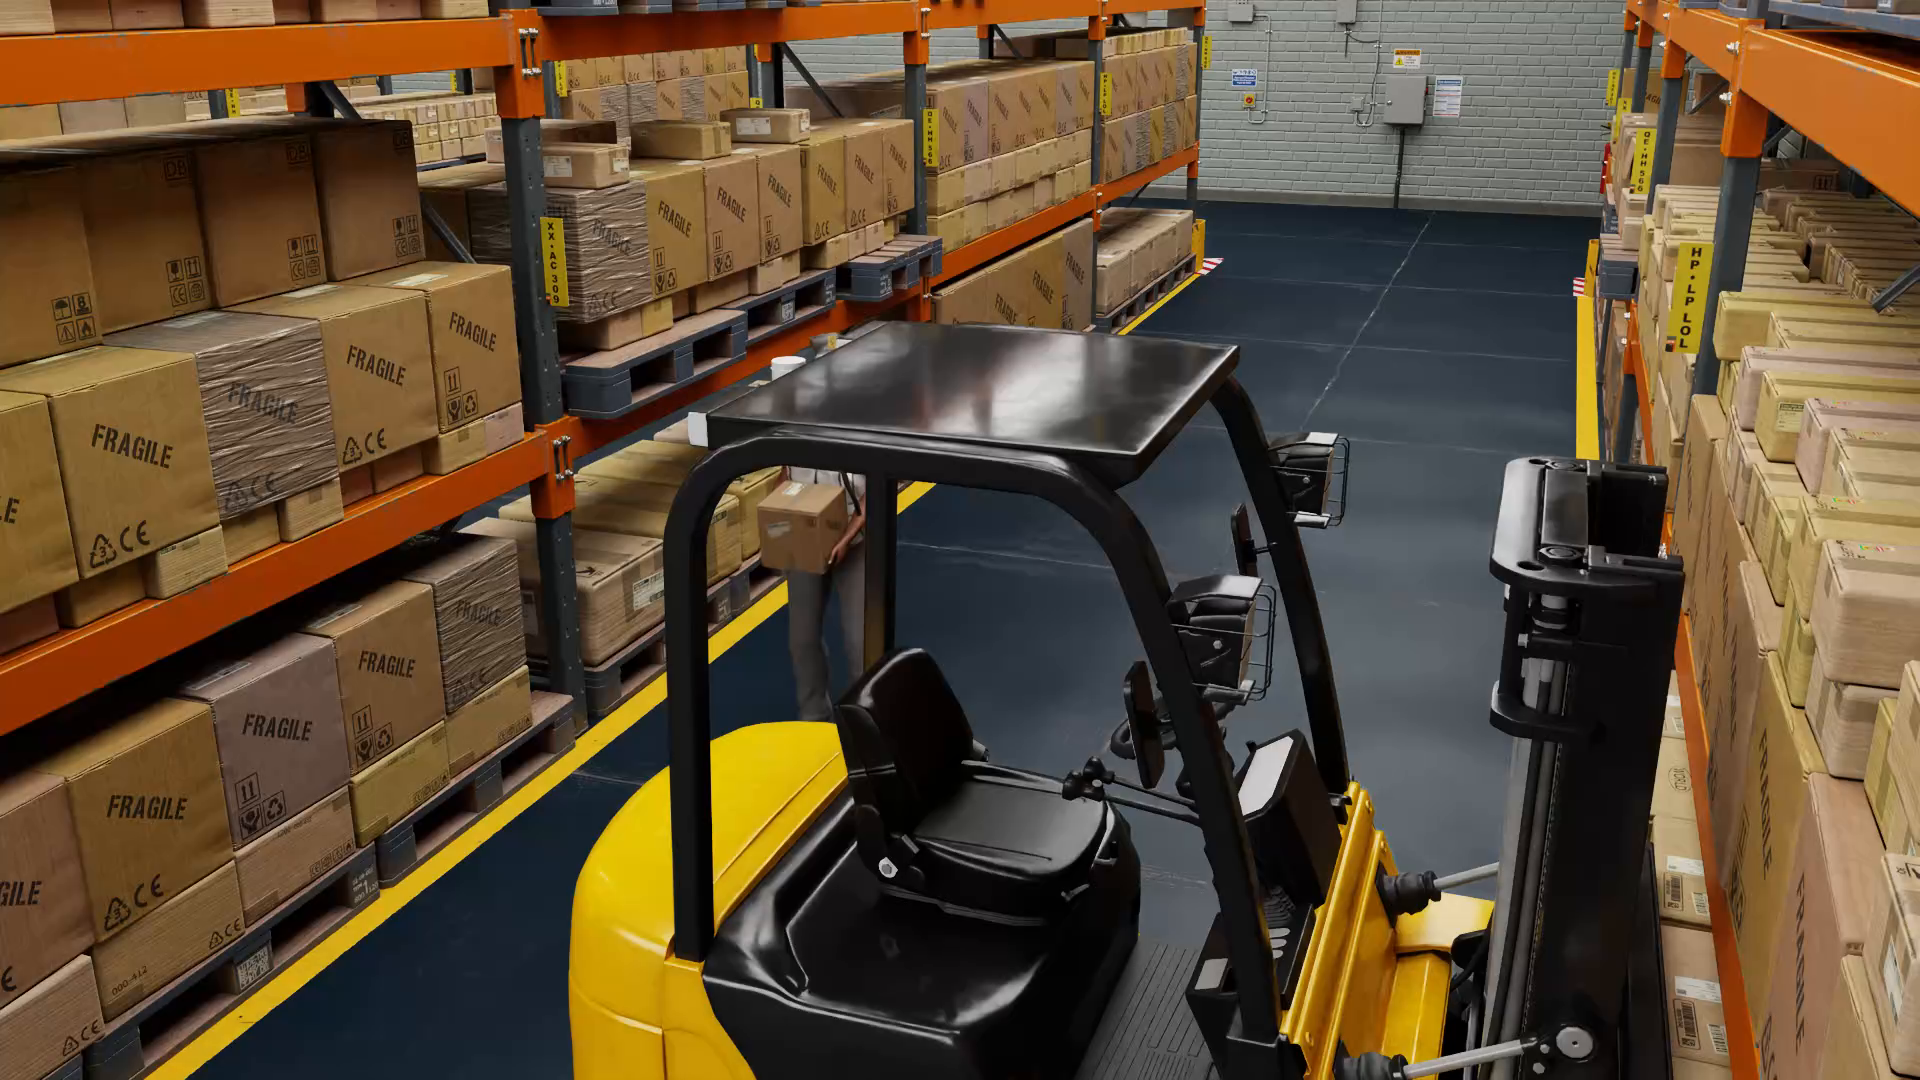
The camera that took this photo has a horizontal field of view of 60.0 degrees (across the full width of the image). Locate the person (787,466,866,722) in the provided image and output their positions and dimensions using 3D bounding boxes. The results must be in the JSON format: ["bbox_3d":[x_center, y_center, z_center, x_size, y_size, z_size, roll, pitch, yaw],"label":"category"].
[{"bbox_3d":[-0.490,0.108,6.513,0.391,1.347,0.327,7,20,19],"label":"person"}]
